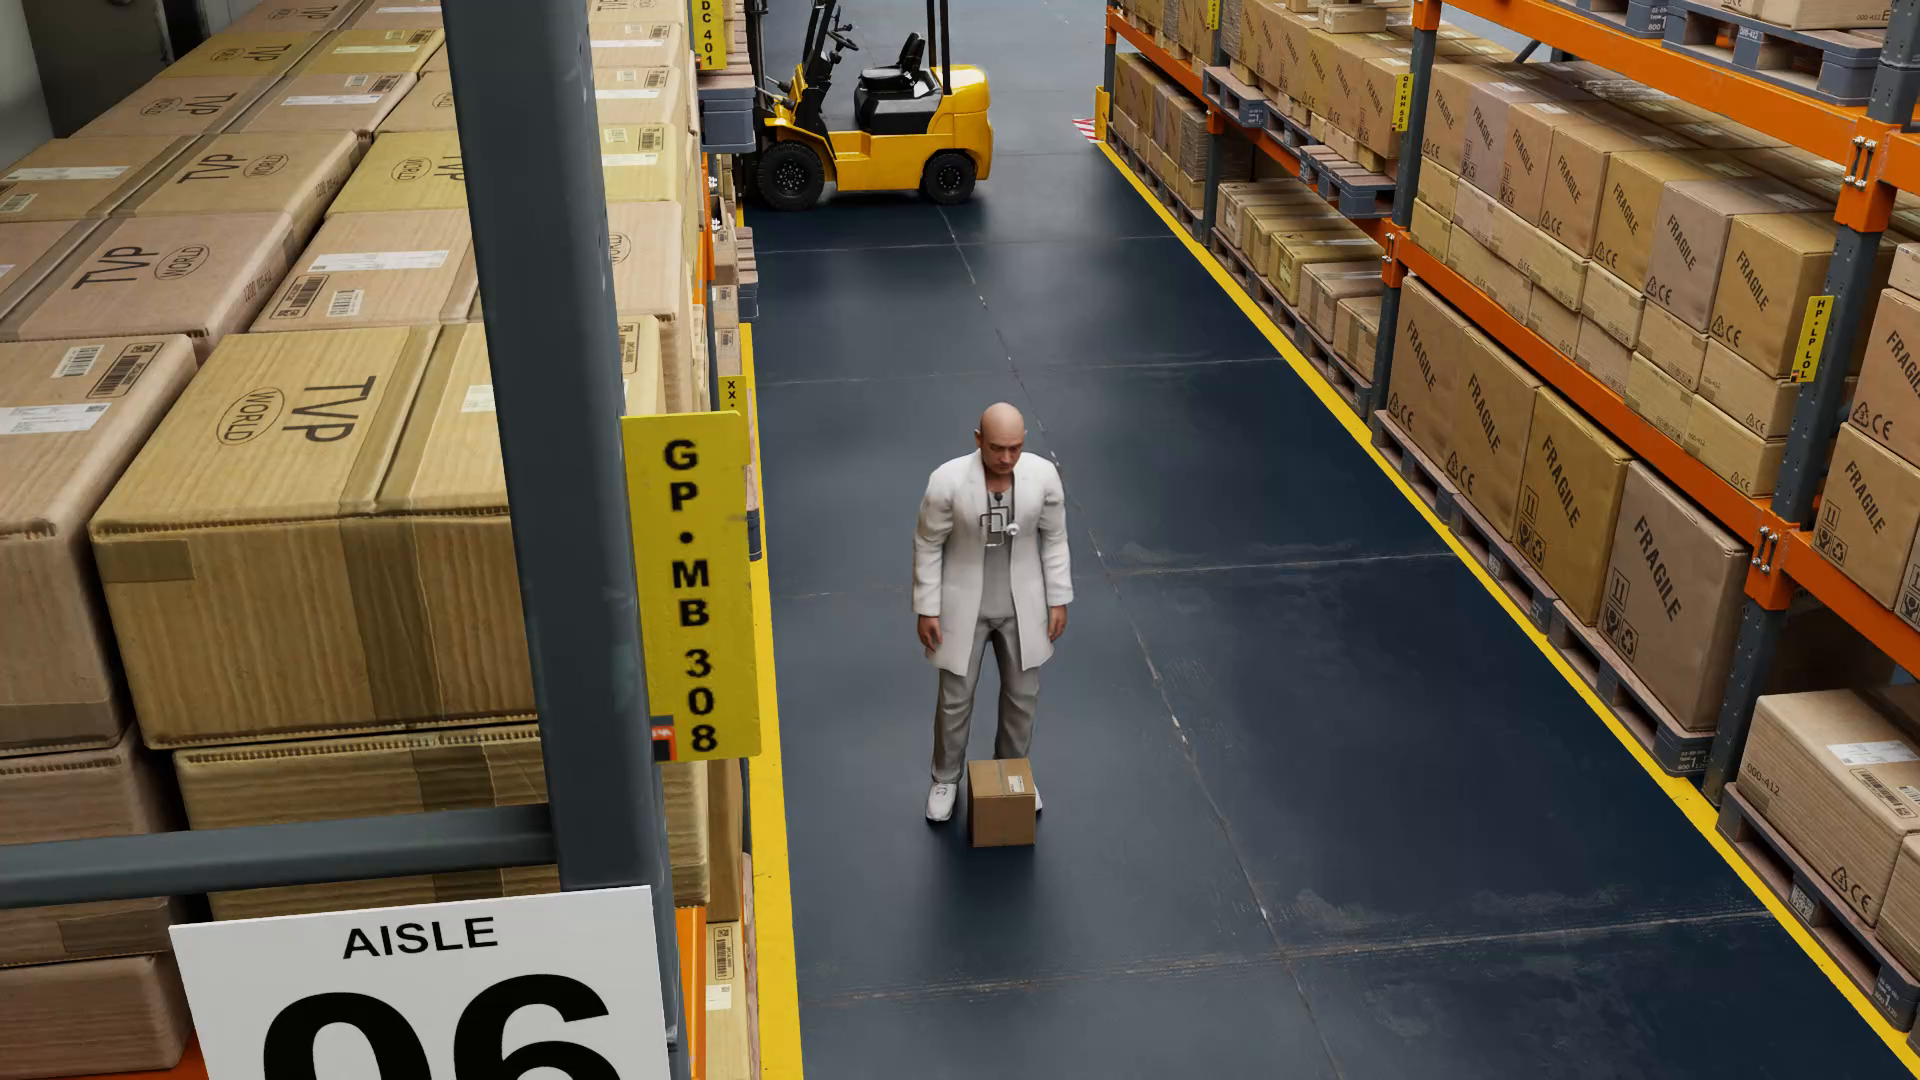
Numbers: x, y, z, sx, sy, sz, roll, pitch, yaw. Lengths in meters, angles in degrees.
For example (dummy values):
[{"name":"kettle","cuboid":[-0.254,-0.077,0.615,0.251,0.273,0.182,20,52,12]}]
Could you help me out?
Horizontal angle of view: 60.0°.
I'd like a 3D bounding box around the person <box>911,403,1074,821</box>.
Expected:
[{"name":"person","cuboid":[0.128,0.270,6.598,0.652,1.774,0.416,-4,27,-8]}]
